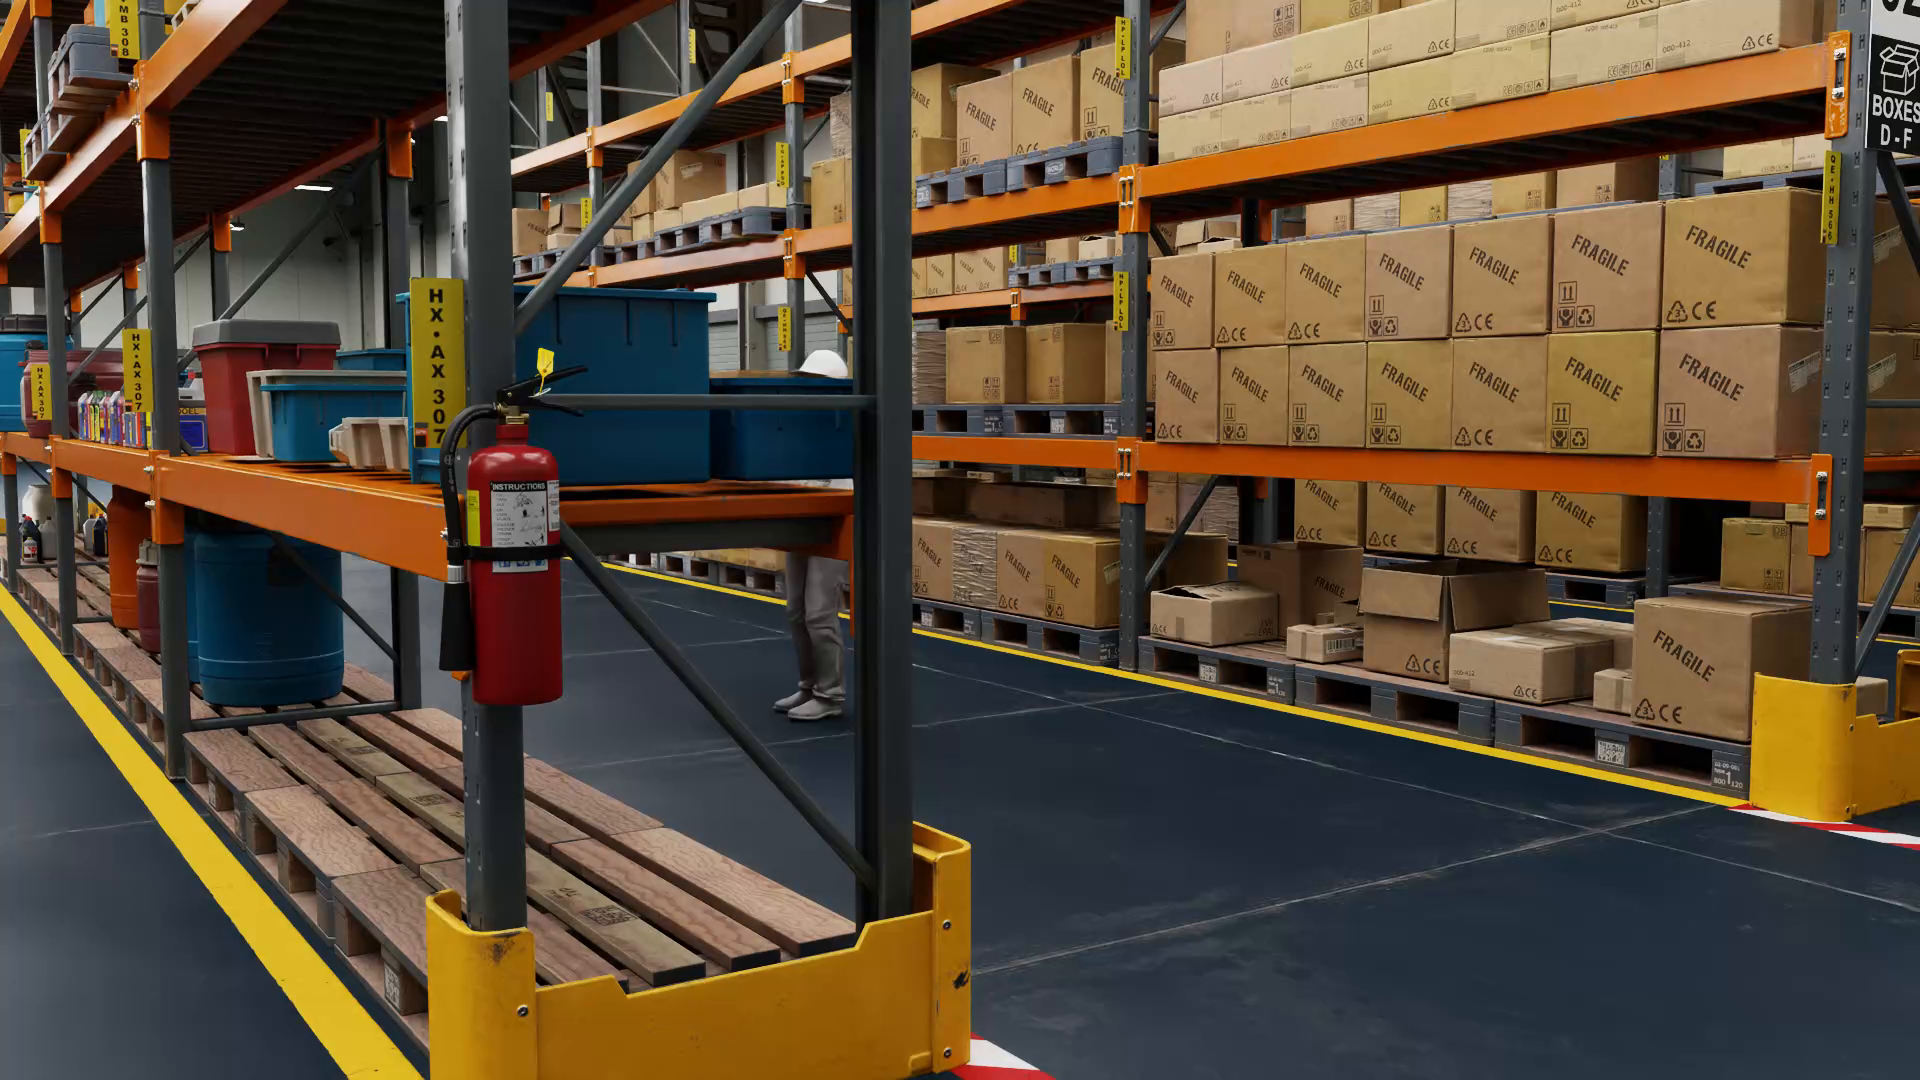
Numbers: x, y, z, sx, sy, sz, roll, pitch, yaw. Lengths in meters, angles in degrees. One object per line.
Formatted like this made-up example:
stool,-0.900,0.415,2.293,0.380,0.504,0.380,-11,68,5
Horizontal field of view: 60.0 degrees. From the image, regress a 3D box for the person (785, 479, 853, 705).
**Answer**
person,-0.677,0.053,8.095,0.363,1.481,0.447,-3,6,-34
